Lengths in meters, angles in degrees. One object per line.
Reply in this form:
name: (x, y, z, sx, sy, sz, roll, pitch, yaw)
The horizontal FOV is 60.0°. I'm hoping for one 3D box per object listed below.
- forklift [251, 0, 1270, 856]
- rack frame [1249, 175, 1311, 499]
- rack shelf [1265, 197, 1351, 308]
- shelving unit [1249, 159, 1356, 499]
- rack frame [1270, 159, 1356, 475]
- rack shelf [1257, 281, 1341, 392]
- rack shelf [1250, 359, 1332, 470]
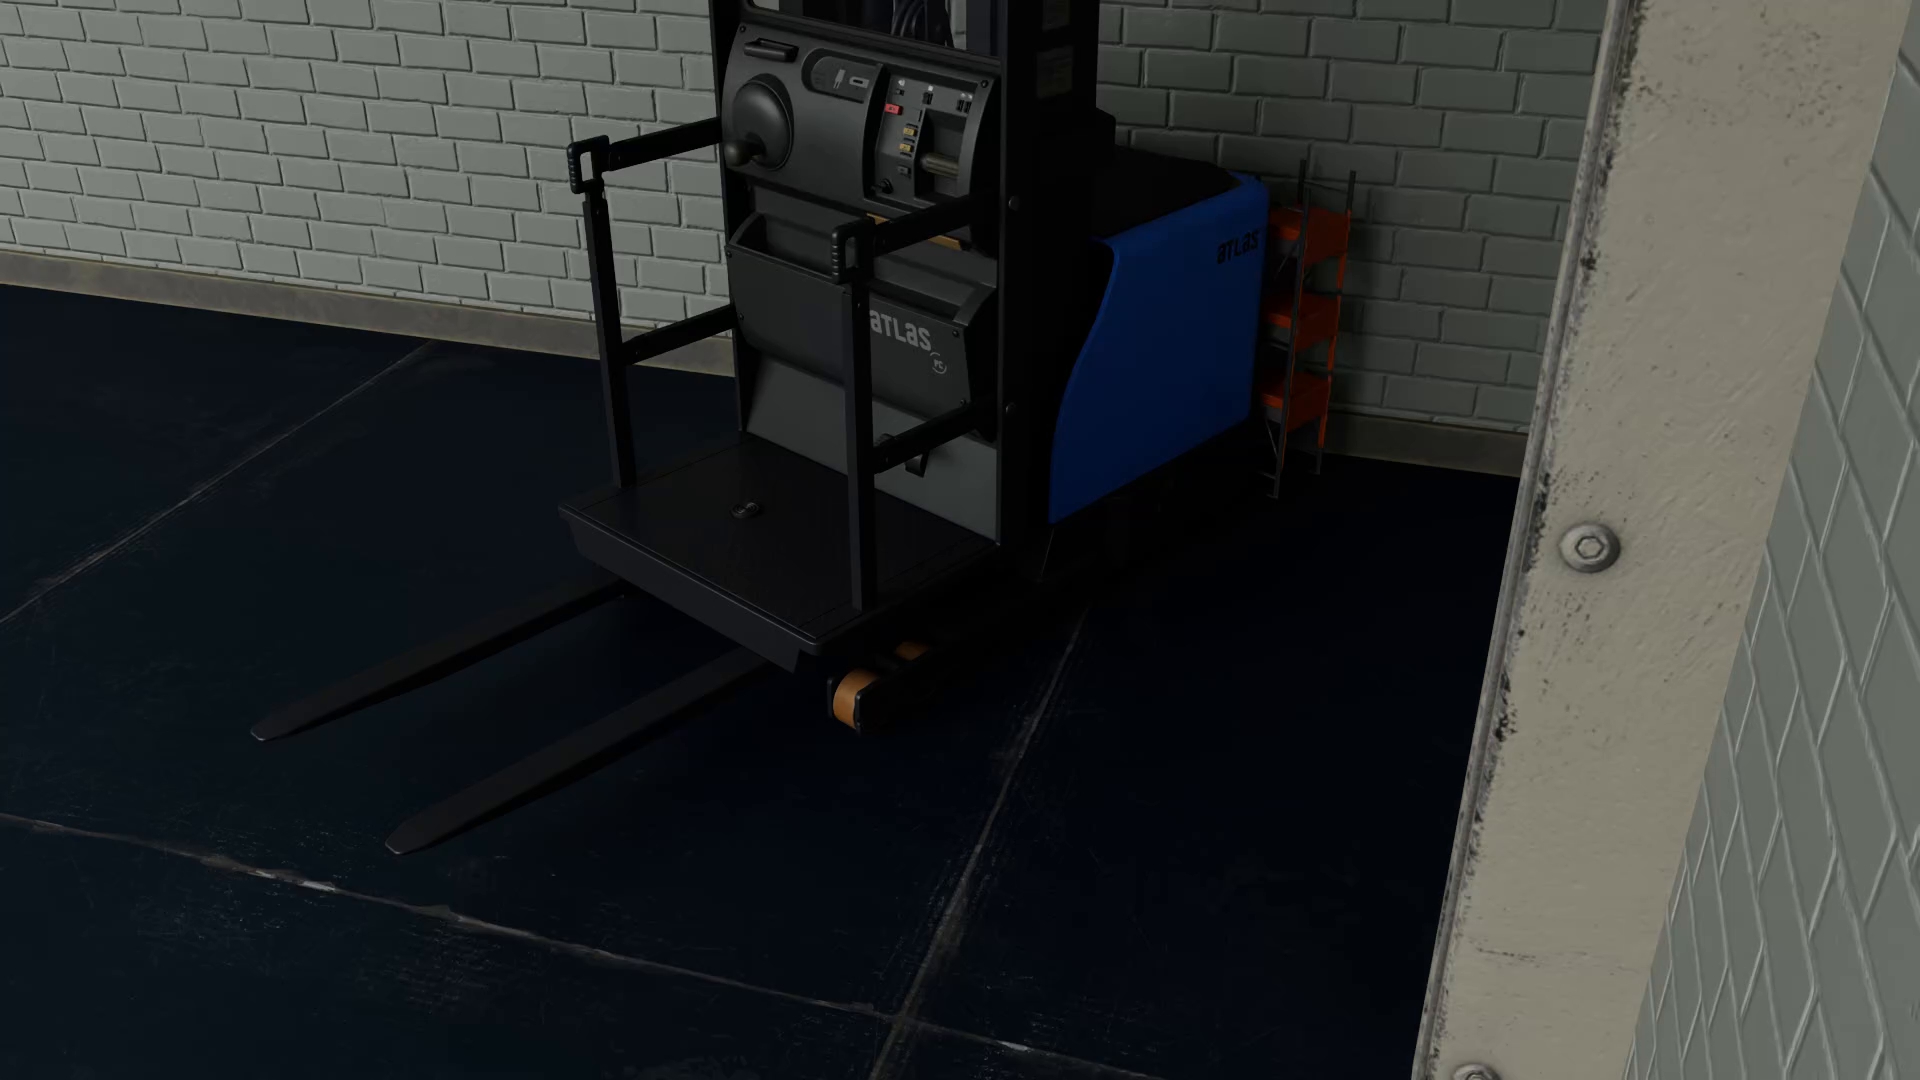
forklift: (-0.423, -1.059, 4.139, 1.130, 2.935, 3.031, 24, 37, 36)
rack frame: (0.979, -0.628, 5.299, 0.200, 1.050, 0.008, 26, 38, 38)
rack shelf: (1.064, -0.909, 5.242, 0.215, 0.259, 0.240, 26, 38, 38)
shelving unit: (1.064, -0.670, 5.375, 0.215, 1.050, 0.252, 26, 38, 38)
rack frame: (1.150, -0.712, 5.451, 0.200, 1.050, 0.008, 26, 38, 38)
rack shelf: (1.064, -0.661, 5.380, 0.215, 0.259, 0.240, 26, 38, 38)
rack shelf: (1.064, -0.418, 5.515, 0.215, 0.259, 0.240, 26, 38, 38)
